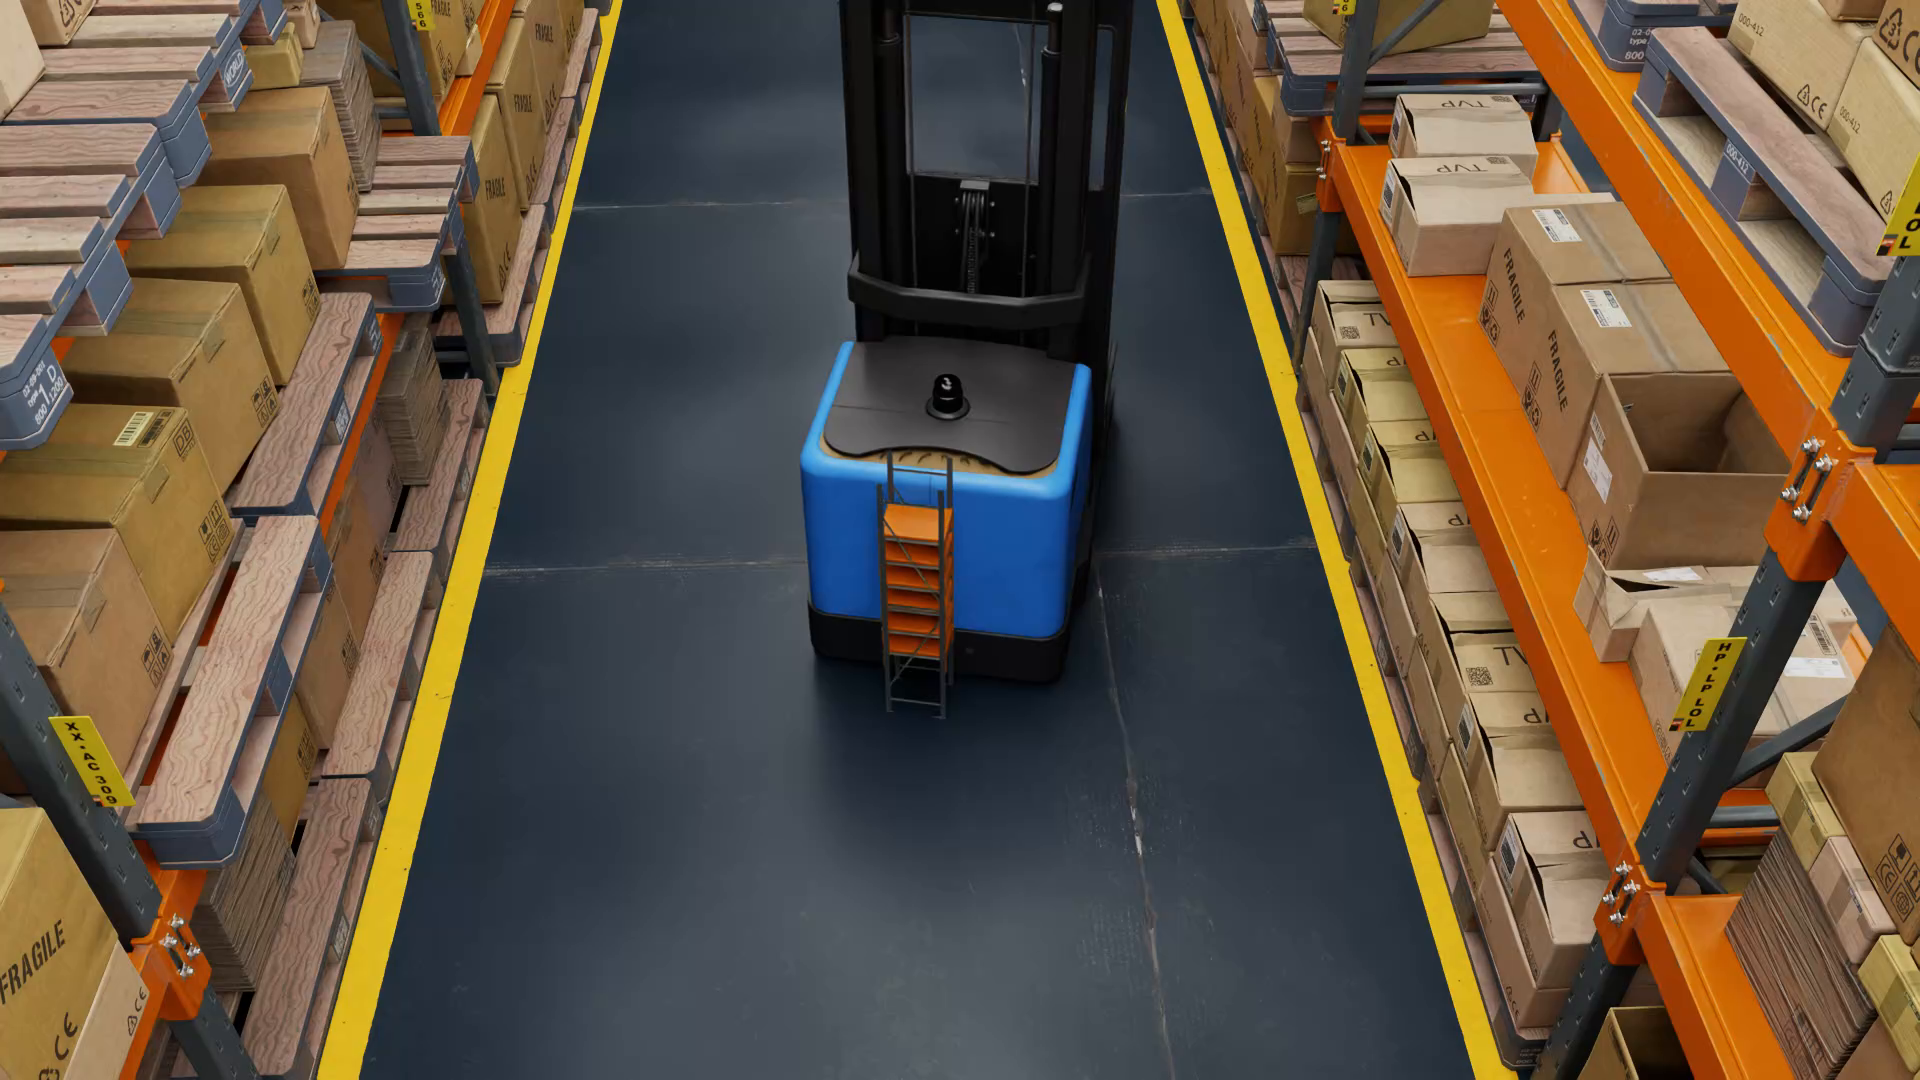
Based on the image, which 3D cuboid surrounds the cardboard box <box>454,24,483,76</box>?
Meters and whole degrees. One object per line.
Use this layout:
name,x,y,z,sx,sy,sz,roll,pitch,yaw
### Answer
cardboard box,-2.490,-2.326,7.889,0.380,0.149,0.250,0,43,0

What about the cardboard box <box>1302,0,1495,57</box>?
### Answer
cardboard box,2.031,-2.588,7.619,0.700,0.500,0.500,-15,45,-16

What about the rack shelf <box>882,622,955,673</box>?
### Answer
rack shelf,-0.160,0.407,6.489,0.258,0.103,0.180,6,43,7

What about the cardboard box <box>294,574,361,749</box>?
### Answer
cardboard box,-2.710,0.440,6.224,0.700,0.500,0.500,-1,43,-1

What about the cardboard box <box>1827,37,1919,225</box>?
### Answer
cardboard box,2.324,-0.896,3.738,0.500,0.250,0.500,2,43,3

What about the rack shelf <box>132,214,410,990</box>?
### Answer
rack shelf,-2.694,-0.215,5.947,1.077,0.370,4.000,-2,43,-2

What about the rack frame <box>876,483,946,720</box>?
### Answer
rack frame,-0.175,0.258,6.230,0.240,1.200,0.006,6,43,7

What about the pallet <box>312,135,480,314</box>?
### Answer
pallet,-2.642,-1.281,6.720,1.213,0.211,1.003,-2,43,-2

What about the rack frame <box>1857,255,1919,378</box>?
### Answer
rack frame,2.340,-1.486,2.361,1.000,3.000,0.127,-2,43,-2

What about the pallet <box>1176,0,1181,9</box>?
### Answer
pallet,1.972,-4.111,11.728,1.003,0.211,1.213,-2,43,-2

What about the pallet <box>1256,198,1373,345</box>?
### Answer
pallet,2.176,-1.452,8.828,1.003,0.211,1.213,-2,43,-2

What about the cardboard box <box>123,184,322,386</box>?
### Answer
cardboard box,-2.674,-0.872,5.731,0.700,0.500,0.500,-2,43,-2

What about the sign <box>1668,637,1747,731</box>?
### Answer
sign,1.798,0.350,4.000,0.100,0.325,0.005,-2,43,-2

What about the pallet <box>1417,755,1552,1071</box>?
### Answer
pallet,2.270,1.257,5.872,1.003,0.211,1.213,-2,43,-2

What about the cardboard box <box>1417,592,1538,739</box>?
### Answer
cardboard box,1.989,0.424,6.026,0.500,0.311,0.500,-2,43,-2

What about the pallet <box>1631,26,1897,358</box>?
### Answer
pallet,2.290,-0.905,4.089,0.805,0.209,1.217,-3,43,-4

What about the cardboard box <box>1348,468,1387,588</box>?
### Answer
cardboard box,1.949,-0.064,6.974,0.500,0.250,0.500,-3,43,-3

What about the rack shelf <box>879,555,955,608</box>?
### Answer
rack shelf,-0.160,0.141,6.246,0.258,0.103,0.180,6,43,7

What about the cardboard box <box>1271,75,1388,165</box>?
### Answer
cardboard box,1.889,-2.155,8.500,0.500,0.250,0.500,0,43,0

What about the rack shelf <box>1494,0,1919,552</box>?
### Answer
rack shelf,2.255,-1.465,5.091,1.077,0.370,4.000,-2,43,-2

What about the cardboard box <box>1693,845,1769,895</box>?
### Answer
cardboard box,2.572,1.091,5.298,0.500,0.311,0.500,-2,43,-2

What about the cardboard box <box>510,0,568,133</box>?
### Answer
cardboard box,-2.750,-2.858,9.578,0.750,0.750,0.750,0,43,0

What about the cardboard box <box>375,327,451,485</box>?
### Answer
cardboard box,-2.696,-0.586,7.344,0.700,0.500,0.500,-1,43,-1

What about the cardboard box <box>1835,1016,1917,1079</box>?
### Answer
cardboard box,2.394,1.344,3.640,0.700,0.500,0.500,-2,43,-2

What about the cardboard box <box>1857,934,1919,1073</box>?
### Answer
cardboard box,2.182,0.980,3.556,0.380,0.149,0.250,-3,43,-3

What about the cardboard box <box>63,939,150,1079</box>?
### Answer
cardboard box,-2.286,1.229,3.935,0.500,0.250,0.500,-2,43,-2

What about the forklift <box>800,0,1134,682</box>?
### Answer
forklift,0.136,-1.514,6.882,1.130,2.935,3.031,6,43,7

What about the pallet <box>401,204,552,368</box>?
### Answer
pallet,-2.737,-1.337,8.702,1.003,0.211,1.213,-2,43,-2

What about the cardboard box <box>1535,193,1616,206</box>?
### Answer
cardboard box,2.485,-1.283,6.765,0.380,0.149,0.250,-2,43,-2

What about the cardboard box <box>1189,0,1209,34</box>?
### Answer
cardboard box,1.778,-3.582,10.612,0.500,0.500,0.500,-3,43,-4

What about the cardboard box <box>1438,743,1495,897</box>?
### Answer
cardboard box,2.013,0.971,5.844,0.500,0.250,0.500,-2,43,-2

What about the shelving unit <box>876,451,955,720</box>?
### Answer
shelving unit,-0.160,0.197,6.297,0.258,1.200,0.189,6,43,7

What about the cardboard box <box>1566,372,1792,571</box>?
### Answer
cardboard box,2.302,-0.186,5.309,0.500,0.500,0.500,1,43,1

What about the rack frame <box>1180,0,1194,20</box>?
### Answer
rack frame,2.000,-4.675,10.280,1.000,3.000,0.127,-2,43,-2

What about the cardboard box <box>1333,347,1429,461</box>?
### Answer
cardboard box,1.930,-0.606,7.150,0.500,0.311,0.500,-3,43,-3

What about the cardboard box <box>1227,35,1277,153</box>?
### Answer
cardboard box,1.846,-2.544,9.479,0.500,0.500,0.500,-3,43,-3

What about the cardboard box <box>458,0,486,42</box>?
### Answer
cardboard box,-2.557,-2.673,7.787,0.500,0.500,0.500,0,43,0

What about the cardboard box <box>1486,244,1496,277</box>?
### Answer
cardboard box,2.281,-1.023,6.482,0.380,0.149,0.250,1,43,1

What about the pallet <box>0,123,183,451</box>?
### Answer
pallet,-2.529,-0.586,3.738,1.213,0.211,1.003,-2,43,-2

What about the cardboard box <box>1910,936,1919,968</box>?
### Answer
cardboard box,2.388,0.851,3.217,0.700,0.500,0.500,-2,43,-2

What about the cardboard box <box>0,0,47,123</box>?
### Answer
cardboard box,-2.578,-1.145,3.964,0.500,0.311,0.500,0,43,0

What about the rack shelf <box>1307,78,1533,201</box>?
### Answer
rack shelf,2.085,-3.060,9.050,1.077,0.370,4.000,-2,43,-2

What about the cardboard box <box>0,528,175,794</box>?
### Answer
cardboard box,-2.596,0.327,4.424,0.700,0.500,0.500,-2,43,-2

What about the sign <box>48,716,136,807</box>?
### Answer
sign,-2.067,0.530,3.961,0.100,0.325,0.005,-2,43,-2
